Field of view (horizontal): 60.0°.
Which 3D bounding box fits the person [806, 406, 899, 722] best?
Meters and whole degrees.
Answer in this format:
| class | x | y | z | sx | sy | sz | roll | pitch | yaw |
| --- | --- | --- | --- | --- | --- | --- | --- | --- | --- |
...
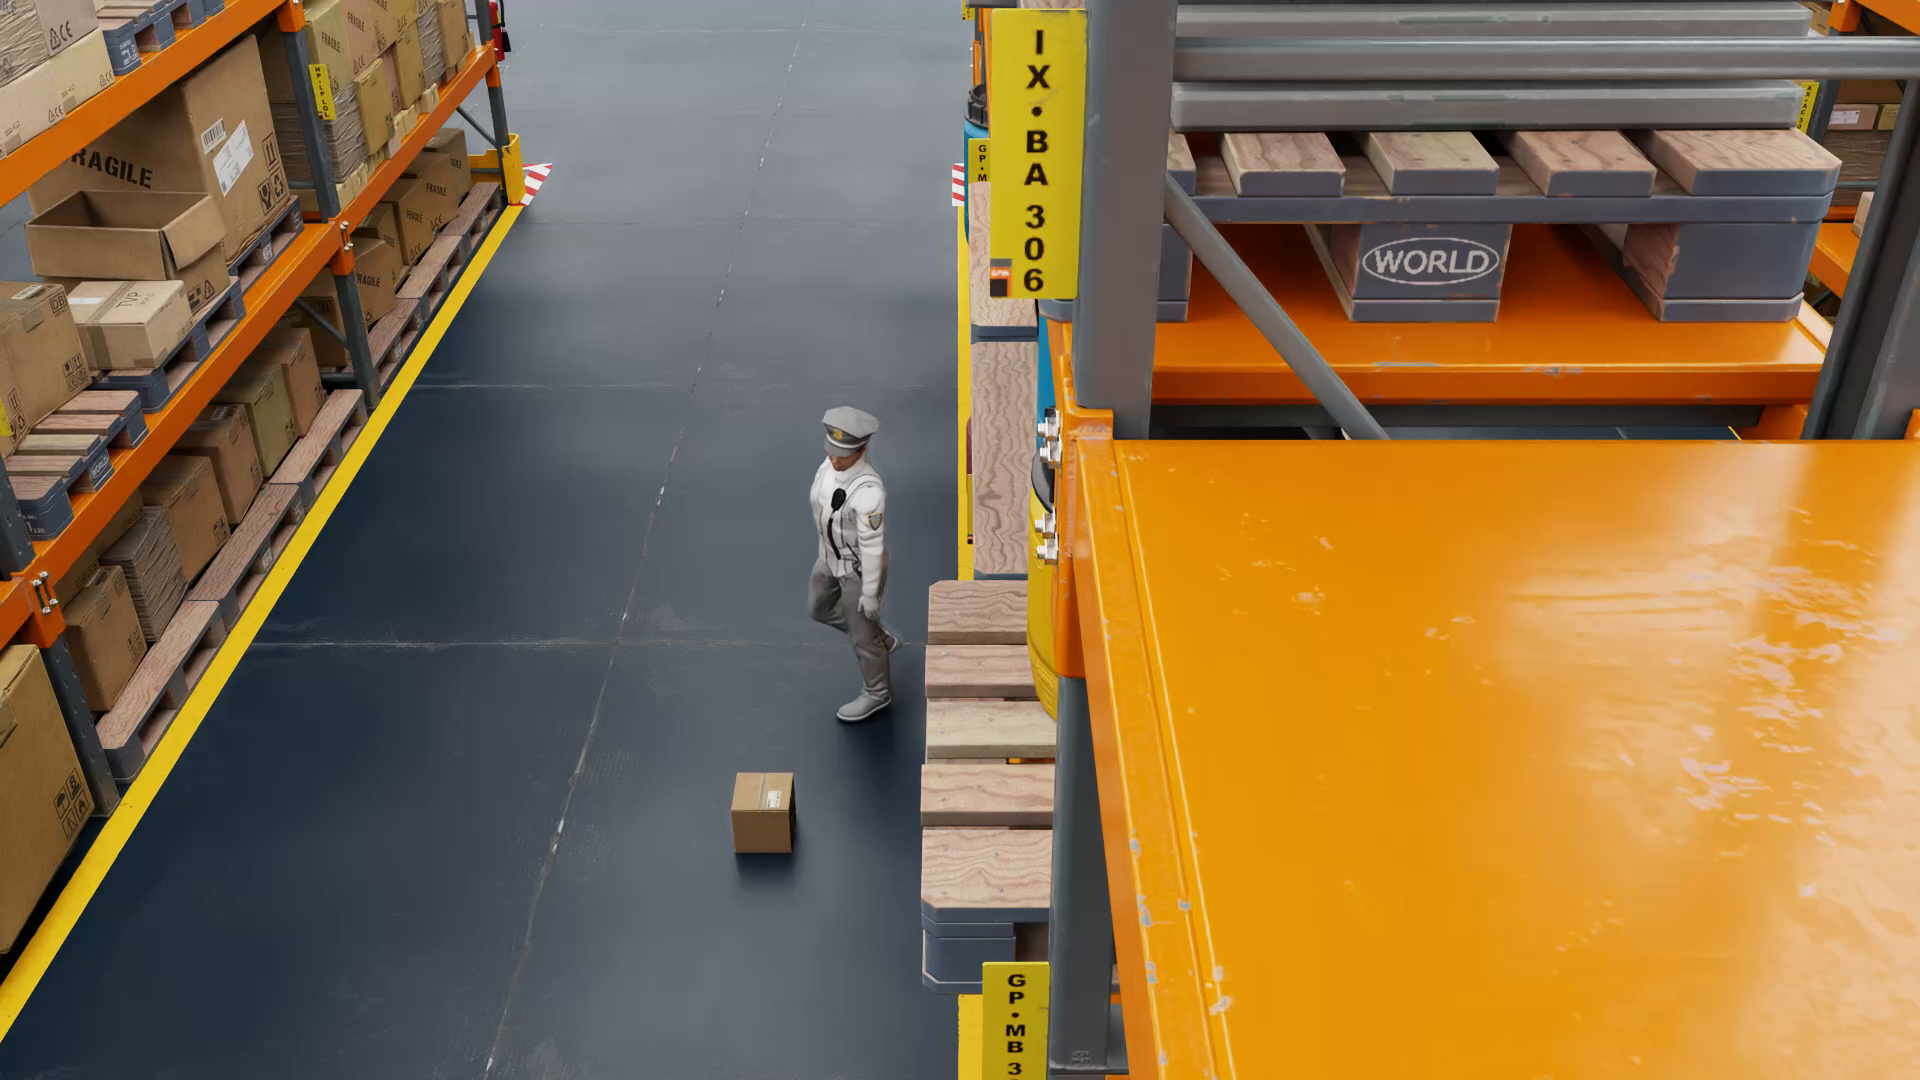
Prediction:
| class | x | y | z | sx | sy | sz | roll | pitch | yaw |
| --- | --- | --- | --- | --- | --- | --- | --- | --- | --- |
| person | -0.466 | 0.093 | 7.755 | 0.471 | 1.664 | 0.631 | -15 | 35 | -23 |
